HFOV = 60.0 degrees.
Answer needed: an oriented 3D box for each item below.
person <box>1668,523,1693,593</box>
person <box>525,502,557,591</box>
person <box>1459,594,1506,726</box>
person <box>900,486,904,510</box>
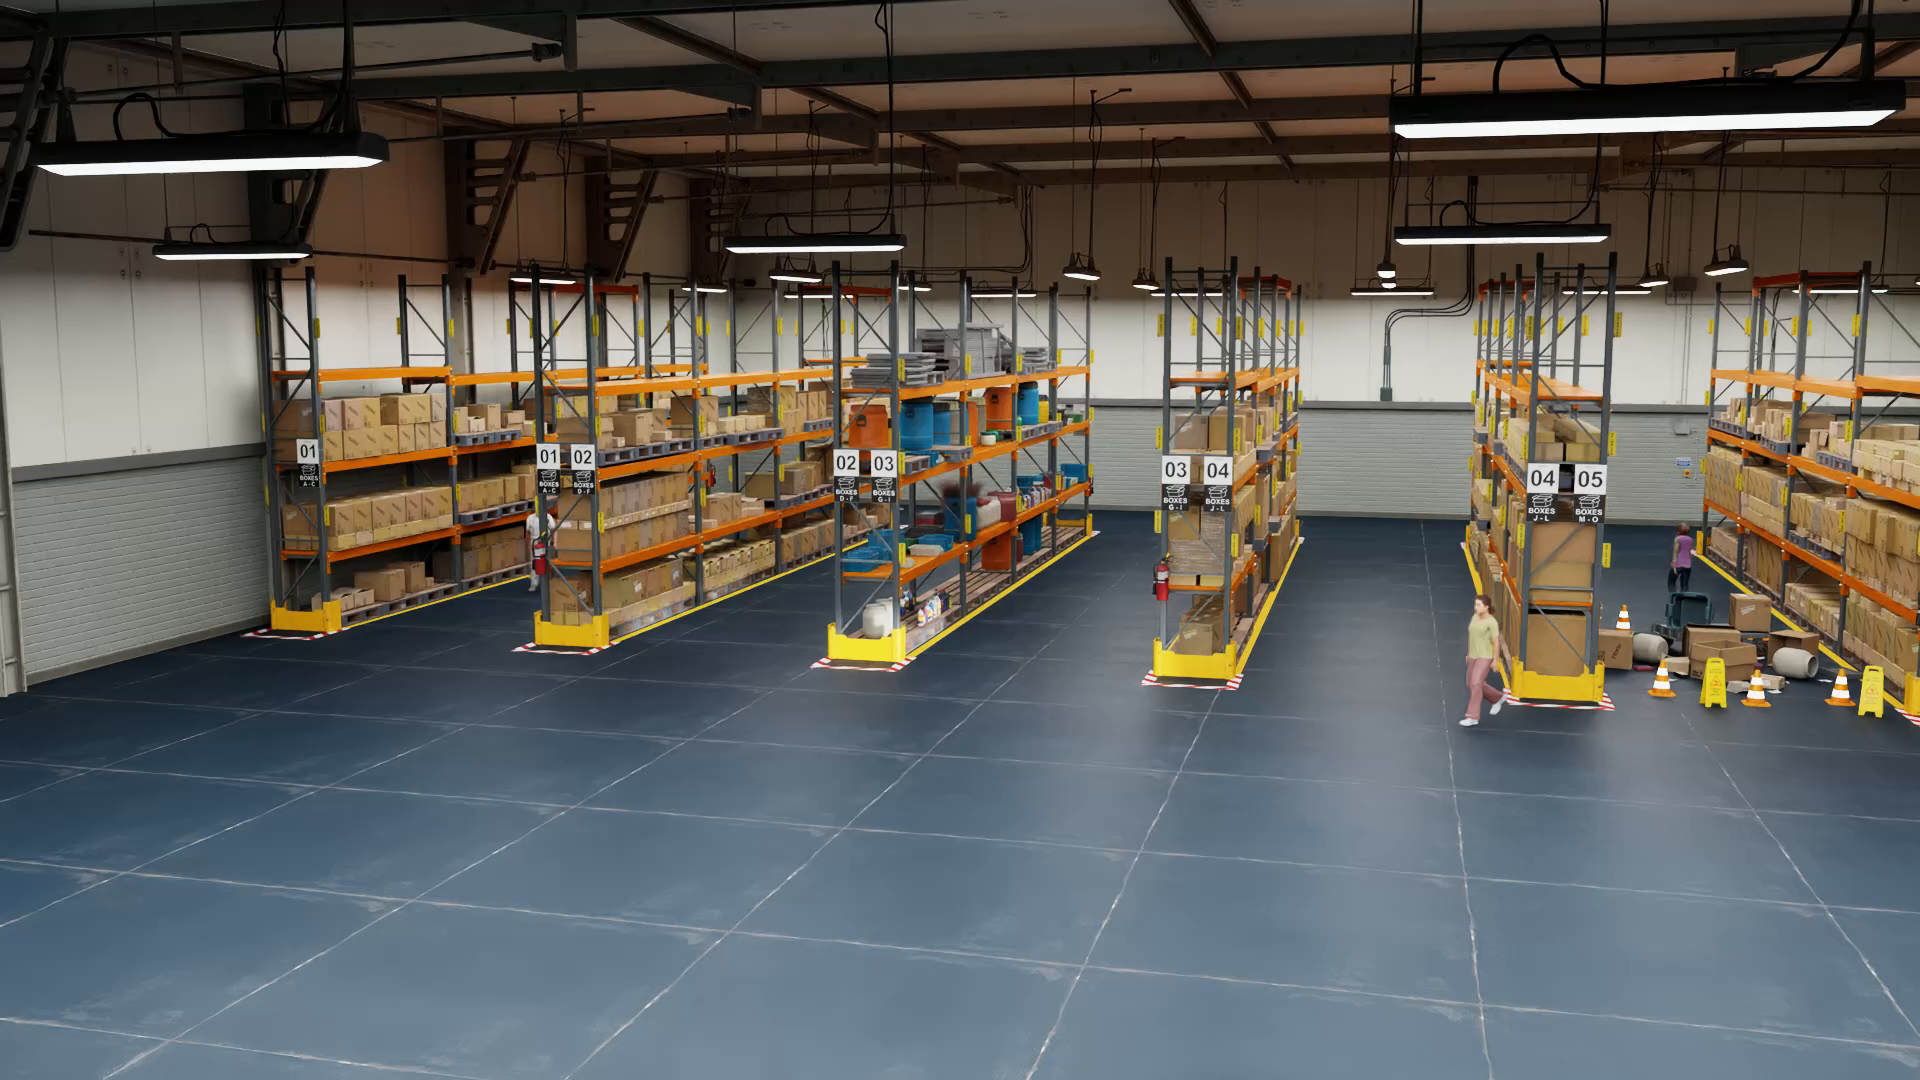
[{"bbox_3d":[12.737,0.518,29.385,0.427,1.643,0.556,-1,7,-6],"label":"person"},{"bbox_3d":[-8.033,0.080,31.958,0.643,1.716,1.058,0,7,-1],"label":"person"},{"bbox_3d":[6.653,1.500,21.146,0.840,1.646,0.481,-3,8,-23],"label":"person"},{"bbox_3d":[-1.790,-1.661,46.003,0.730,1.643,0.476,5,9,33],"label":"person"}]
